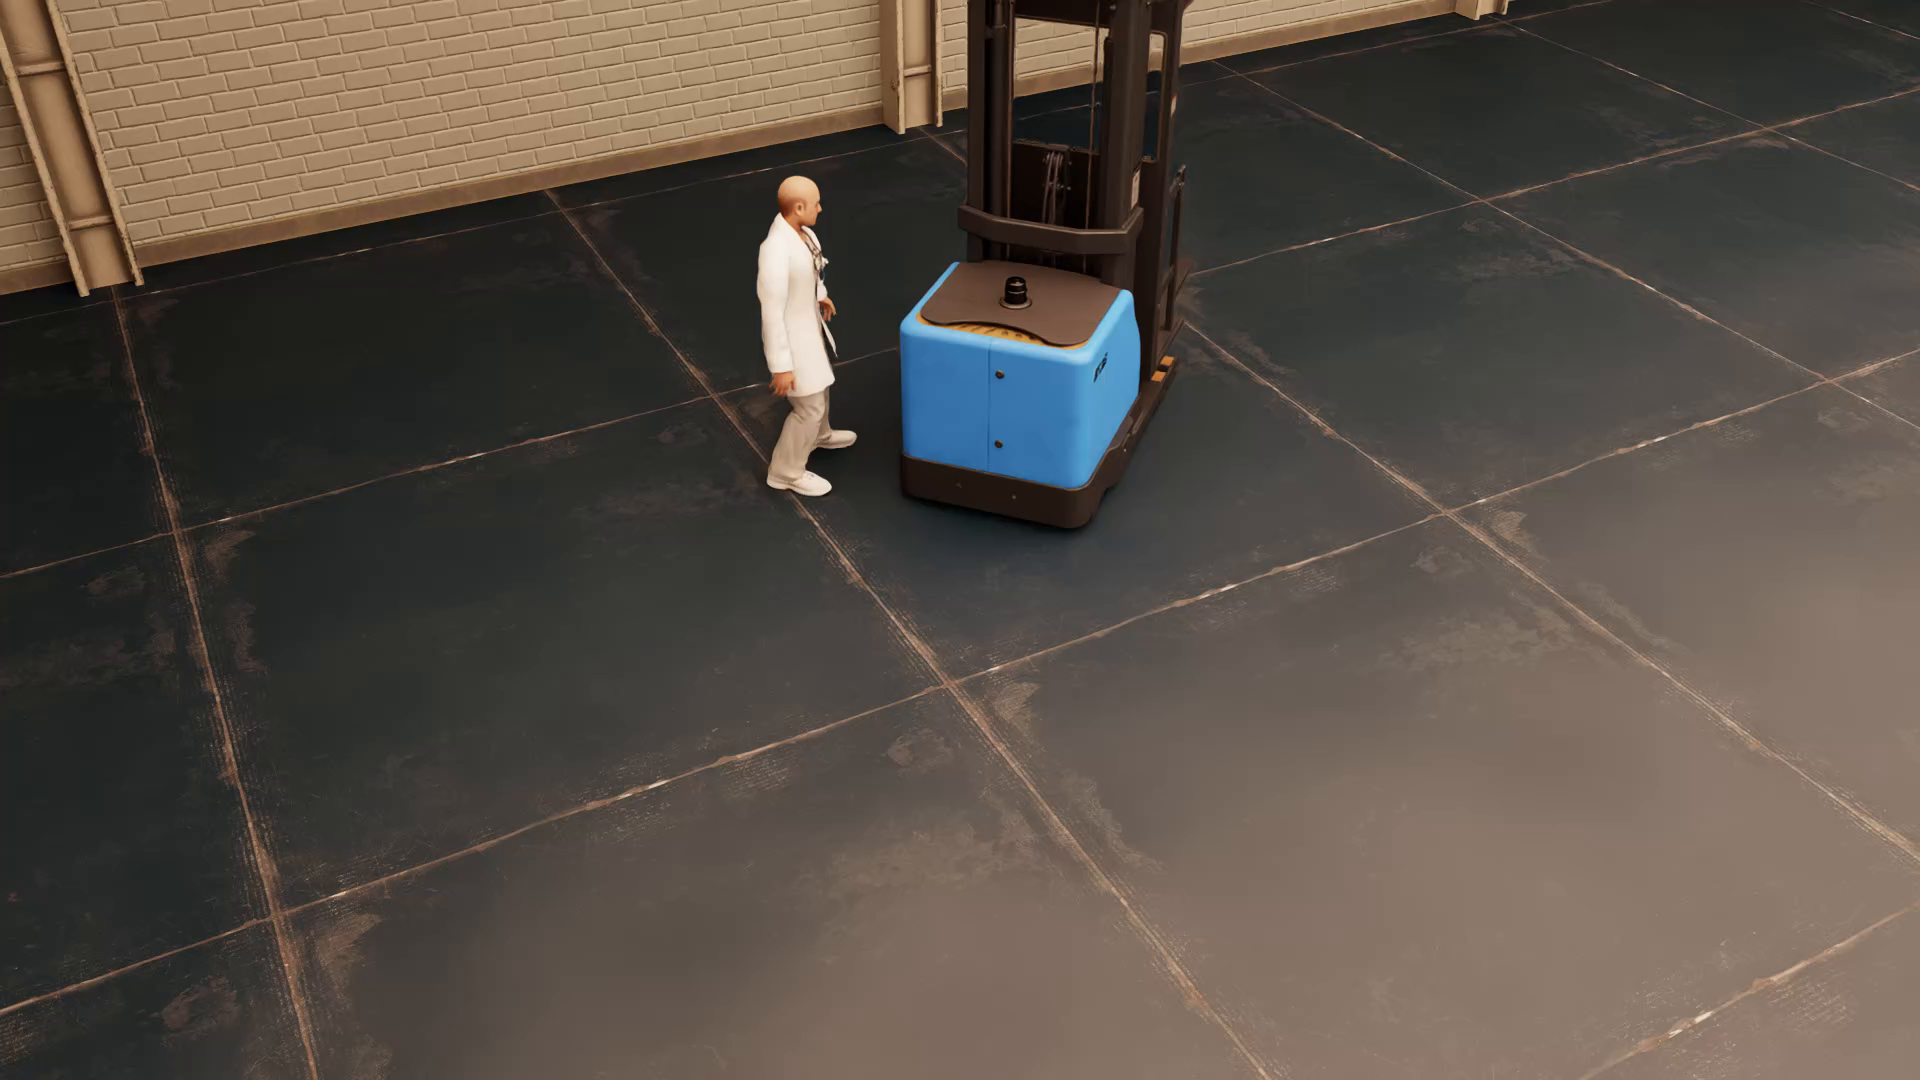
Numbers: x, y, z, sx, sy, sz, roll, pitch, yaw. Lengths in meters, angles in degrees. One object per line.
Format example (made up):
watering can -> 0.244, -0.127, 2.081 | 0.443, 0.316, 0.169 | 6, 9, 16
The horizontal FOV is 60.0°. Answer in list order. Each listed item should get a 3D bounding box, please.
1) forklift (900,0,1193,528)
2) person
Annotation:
forklift -> 0.674, -2.105, 9.101 | 1.130, 2.935, 3.031 | 12, 37, 17
person -> -0.825, -1.064, 8.653 | 0.453, 1.752, 0.823 | 1, 35, 2
